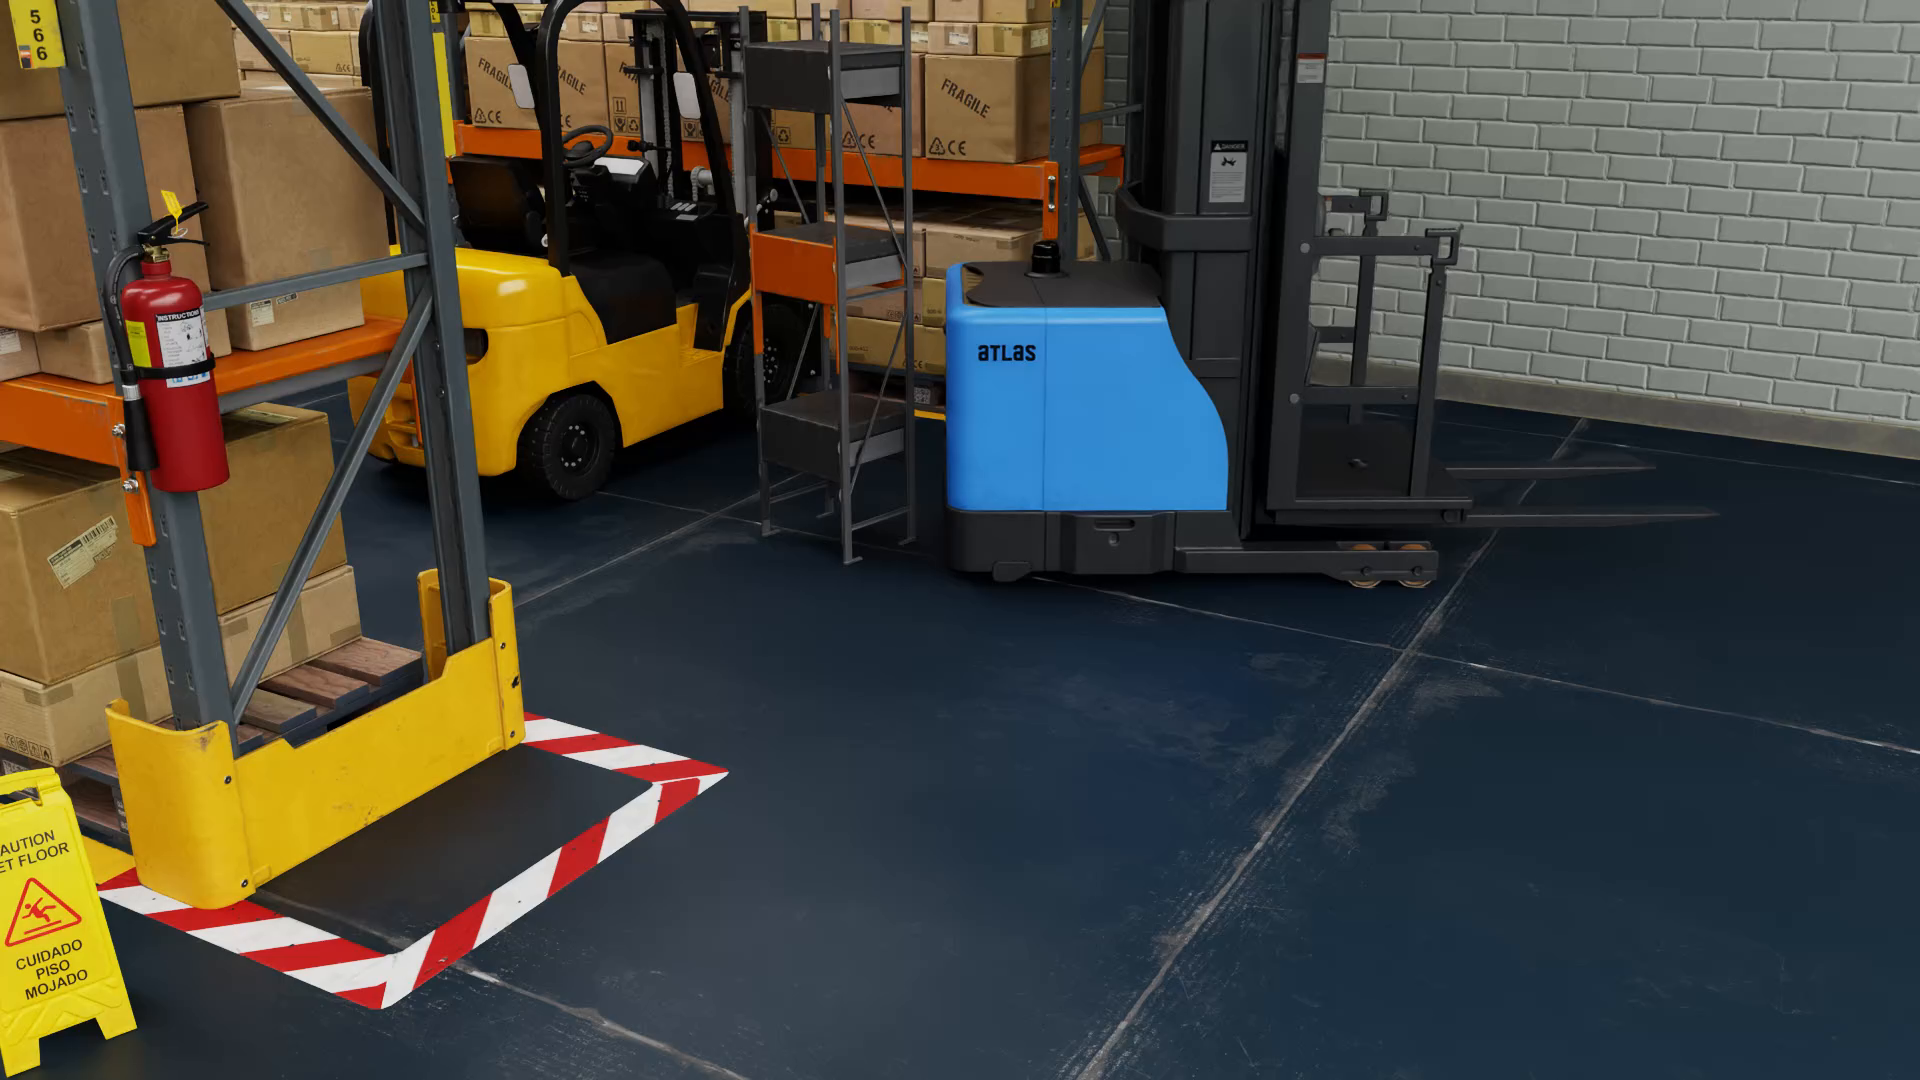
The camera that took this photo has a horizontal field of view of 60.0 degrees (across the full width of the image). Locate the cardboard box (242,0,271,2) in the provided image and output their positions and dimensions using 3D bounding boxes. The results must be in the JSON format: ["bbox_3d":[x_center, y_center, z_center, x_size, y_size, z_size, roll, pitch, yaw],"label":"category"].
[{"bbox_3d":[-4.723,-3.439,10.850,0.250,0.149,0.380,11,23,27],"label":"cardboard box"}]

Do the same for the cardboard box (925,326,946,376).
[{"bbox_3d":[0.156,-1.013,8.675,0.500,0.250,0.500,11,23,28],"label":"cardboard box"}]

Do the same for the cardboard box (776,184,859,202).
[{"bbox_3d":[-0.920,-1.891,9.628,0.500,0.250,0.500,10,22,26],"label":"cardboard box"}]

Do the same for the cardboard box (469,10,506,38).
[{"bbox_3d":[-2.622,-3.010,9.665,0.250,0.149,0.380,10,22,26],"label":"cardboard box"}]

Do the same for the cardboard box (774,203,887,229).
[{"bbox_3d":[-0.728,-1.647,8.955,0.500,0.250,0.500,11,23,28],"label":"cardboard box"}]

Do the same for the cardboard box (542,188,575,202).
[{"bbox_3d":[-2.061,-1.902,9.660,0.500,0.250,0.500,11,23,27],"label":"cardboard box"}]

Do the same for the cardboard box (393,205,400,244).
[{"bbox_3d":[-3.233,-1.954,10.718,0.625,0.625,0.875,12,23,30],"label":"cardboard box"}]

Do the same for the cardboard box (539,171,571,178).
[{"bbox_3d":[-2.248,-2.140,10.315,0.500,0.250,0.500,11,23,28],"label":"cardboard box"}]

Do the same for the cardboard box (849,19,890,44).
[{"bbox_3d":[-0.364,-2.590,8.507,0.250,0.149,0.380,11,22,27],"label":"cardboard box"}]

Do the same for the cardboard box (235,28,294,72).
[{"bbox_3d":[-4.221,-3.129,10.580,0.500,0.250,0.500,11,23,28],"label":"cardboard box"}]

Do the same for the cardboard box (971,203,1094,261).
[{"bbox_3d":[0.393,-1.635,8.924,0.500,0.250,0.500,10,22,26],"label":"cardboard box"}]

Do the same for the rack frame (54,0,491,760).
[{"bbox_3d":[-1.697,-0.645,4.246,0.127,3.000,1.000,11,23,27],"label":"rack frame"}]

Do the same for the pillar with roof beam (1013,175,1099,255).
[{"bbox_3d":[-1.547,-4.047,4.824,0.400,9.000,9.100,11,23,27],"label":"pillar with roof beam"}]

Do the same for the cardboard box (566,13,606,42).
[{"bbox_3d":[-1.974,-2.869,9.277,0.250,0.149,0.380,11,23,28],"label":"cardboard box"}]

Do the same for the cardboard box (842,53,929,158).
[{"bbox_3d":[-0.286,-2.264,8.560,0.500,0.500,0.500,12,23,29],"label":"cardboard box"}]

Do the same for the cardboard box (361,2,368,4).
[{"bbox_3d":[-3.633,-3.402,10.746,0.250,0.149,0.380,11,22,27],"label":"cardboard box"}]

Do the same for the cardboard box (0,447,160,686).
[{"bbox_3d":[-2.524,0.042,4.668,0.500,0.500,0.500,11,23,28],"label":"cardboard box"}]

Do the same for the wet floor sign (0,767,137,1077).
[{"bbox_3d":[-2.053,0.811,3.682,0.267,0.644,0.232,-16,26,-38],"label":"wet floor sign"}]

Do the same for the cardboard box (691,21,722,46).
[{"bbox_3d":[-1.281,-2.747,8.940,0.250,0.149,0.380,10,22,26],"label":"cardboard box"}]

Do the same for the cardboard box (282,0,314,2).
[{"bbox_3d":[-4.282,-3.531,11.102,0.250,0.149,0.380,11,23,28],"label":"cardboard box"}]

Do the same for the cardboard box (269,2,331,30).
[{"bbox_3d":[-4.093,-3.292,10.444,0.250,0.149,0.380,10,22,26],"label":"cardboard box"}]

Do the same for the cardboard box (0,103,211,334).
[{"bbox_3d":[-2.305,-0.841,4.201,0.500,0.500,0.500,10,22,26],"label":"cardboard box"}]

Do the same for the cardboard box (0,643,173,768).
[{"bbox_3d":[-2.555,0.391,4.804,0.500,0.250,0.500,11,23,27],"label":"cardboard box"}]

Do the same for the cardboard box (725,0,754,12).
[{"bbox_3d":[-1.037,-2.866,8.832,0.250,0.149,0.380,11,23,28],"label":"cardboard box"}]

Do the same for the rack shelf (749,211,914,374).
[{"bbox_3d":[-0.502,-0.981,6.530,0.480,0.518,0.431,17,26,39],"label":"rack shelf"}]

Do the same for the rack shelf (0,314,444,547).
[{"bbox_3d":[-3.443,-0.640,5.285,4.000,0.370,1.077,11,23,27],"label":"rack shelf"}]

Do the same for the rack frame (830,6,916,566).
[{"bbox_3d":[-0.322,-0.938,6.371,0.015,2.100,0.400,17,26,39],"label":"rack frame"}]

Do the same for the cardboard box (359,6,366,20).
[{"bbox_3d":[-3.412,-3.169,10.105,0.250,0.149,0.380,10,22,27],"label":"cardboard box"}]

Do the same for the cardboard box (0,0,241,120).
[{"bbox_3d":[-2.249,-1.322,4.062,0.500,0.500,0.700,10,22,26],"label":"cardboard box"}]

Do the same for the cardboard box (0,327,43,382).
[{"bbox_3d":[-2.403,-0.535,4.310,0.250,0.149,0.380,10,22,27],"label":"cardboard box"}]

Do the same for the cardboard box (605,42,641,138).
[{"bbox_3d":[-1.606,-2.519,9.264,0.500,0.500,0.500,11,22,27],"label":"cardboard box"}]

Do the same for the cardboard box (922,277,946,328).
[{"bbox_3d":[0.143,-1.252,8.600,0.500,0.250,0.500,10,22,27],"label":"cardboard box"}]

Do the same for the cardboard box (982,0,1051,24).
[{"bbox_3d":[0.305,-2.612,8.134,0.250,0.149,0.380,11,23,27],"label":"cardboard box"}]

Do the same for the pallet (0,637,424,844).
[{"bbox_3d":[-2.455,0.507,5.158,1.213,0.211,1.003,11,23,27],"label":"pallet"}]

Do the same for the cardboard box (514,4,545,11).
[{"bbox_3d":[-2.357,-3.128,9.556,0.250,0.149,0.380,11,23,28],"label":"cardboard box"}]

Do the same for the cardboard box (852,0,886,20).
[{"bbox_3d":[-0.348,-2.743,8.494,0.250,0.149,0.380,11,23,28],"label":"cardboard box"}]

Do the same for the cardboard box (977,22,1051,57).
[{"bbox_3d":[0.281,-2.450,8.122,0.250,0.149,0.380,11,23,28],"label":"cardboard box"}]

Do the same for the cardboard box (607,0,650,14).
[{"bbox_3d":[-1.724,-2.975,9.132,0.250,0.149,0.380,10,22,26],"label":"cardboard box"}]

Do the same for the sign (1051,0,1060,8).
[{"bbox_3d":[0.444,-2.620,7.644,0.005,0.325,0.100,11,23,27],"label":"sign"}]

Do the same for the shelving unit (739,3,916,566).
[{"bbox_3d":[-0.502,-0.994,6.525,0.503,2.100,0.431,17,26,39],"label":"shelving unit"}]

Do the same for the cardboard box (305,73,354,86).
[{"bbox_3d":[-3.781,-2.806,10.423,0.500,0.250,0.500,11,22,27],"label":"cardboard box"}]

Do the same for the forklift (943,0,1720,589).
[{"bbox_3d":[1.449,-1.374,6.355,3.031,2.935,1.130,0,20,-1],"label":"forklift"}]
